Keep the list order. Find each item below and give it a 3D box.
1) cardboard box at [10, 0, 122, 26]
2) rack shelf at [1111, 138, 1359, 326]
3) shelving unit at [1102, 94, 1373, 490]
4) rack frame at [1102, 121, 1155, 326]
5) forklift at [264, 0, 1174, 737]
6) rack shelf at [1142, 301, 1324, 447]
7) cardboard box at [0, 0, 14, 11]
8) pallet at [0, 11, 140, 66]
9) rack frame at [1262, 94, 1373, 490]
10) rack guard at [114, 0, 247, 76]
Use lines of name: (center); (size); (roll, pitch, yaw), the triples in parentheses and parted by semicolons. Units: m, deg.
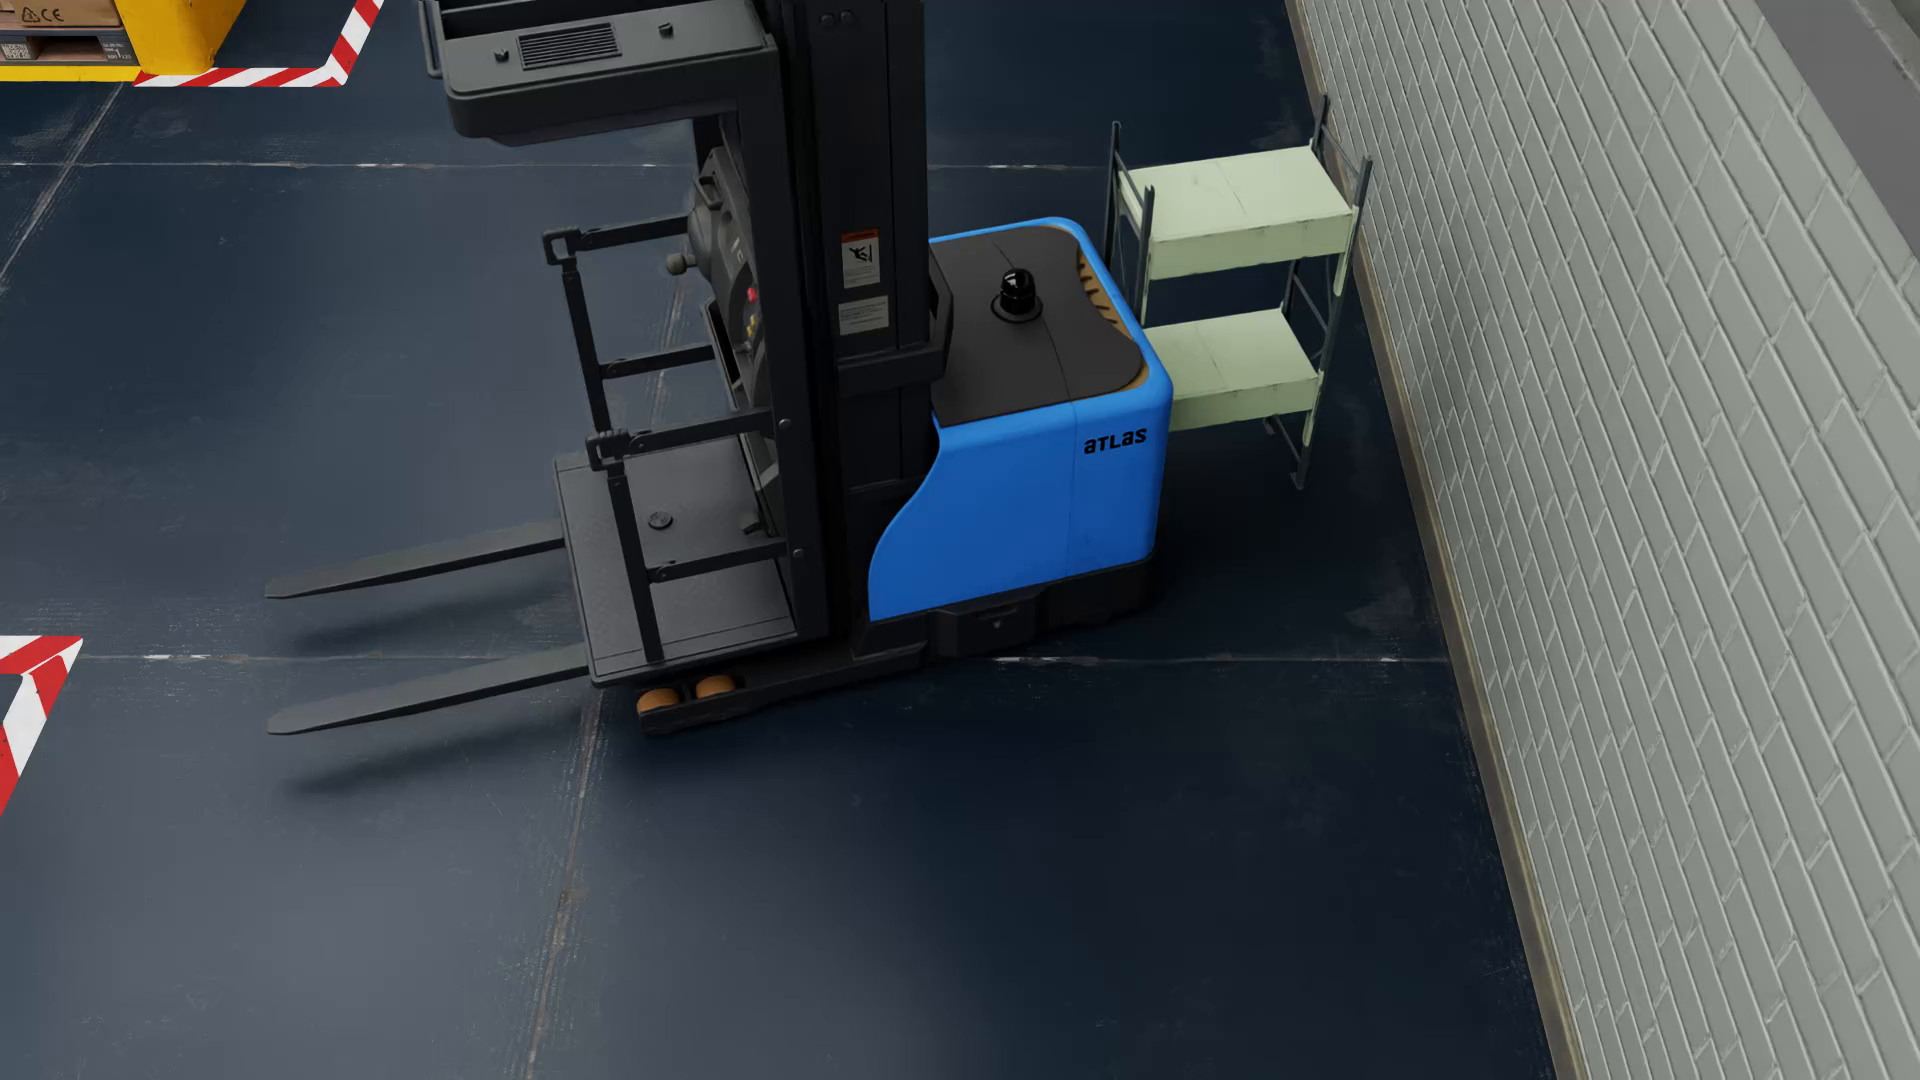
cardboard box: (-4.466, -2.930, 8.335); (0.500, 0.500, 0.500); (0, 47, 0)
rack shelf: (0.915, -1.054, 5.673); (0.720, 0.370, 0.431); (-10, 48, -9)
shelving unit: (0.915, -0.788, 5.959); (0.755, 1.500, 0.431); (-10, 48, -9)
rack frame: (0.558, -0.728, 5.903); (0.023, 1.500, 0.400); (-10, 48, -9)
forklift: (-0.881, -0.775, 4.969); (3.031, 2.935, 1.130); (-12, 48, -11)
rack shelf: (0.915, -0.566, 6.197); (0.720, 0.370, 0.431); (-10, 48, -9)
cardboard box: (-4.870, -2.883, 8.519); (0.250, 0.166, 0.380); (0, 47, 0)
pallet: (-4.794, -2.862, 8.770); (1.213, 0.211, 1.003); (0, 47, 0)
rack frame: (1.271, -0.848, 6.015); (0.023, 1.500, 0.400); (-10, 48, -9)
rack guard: (-3.997, -2.959, 8.663); (0.348, 0.500, 1.175); (0, 47, 0)
